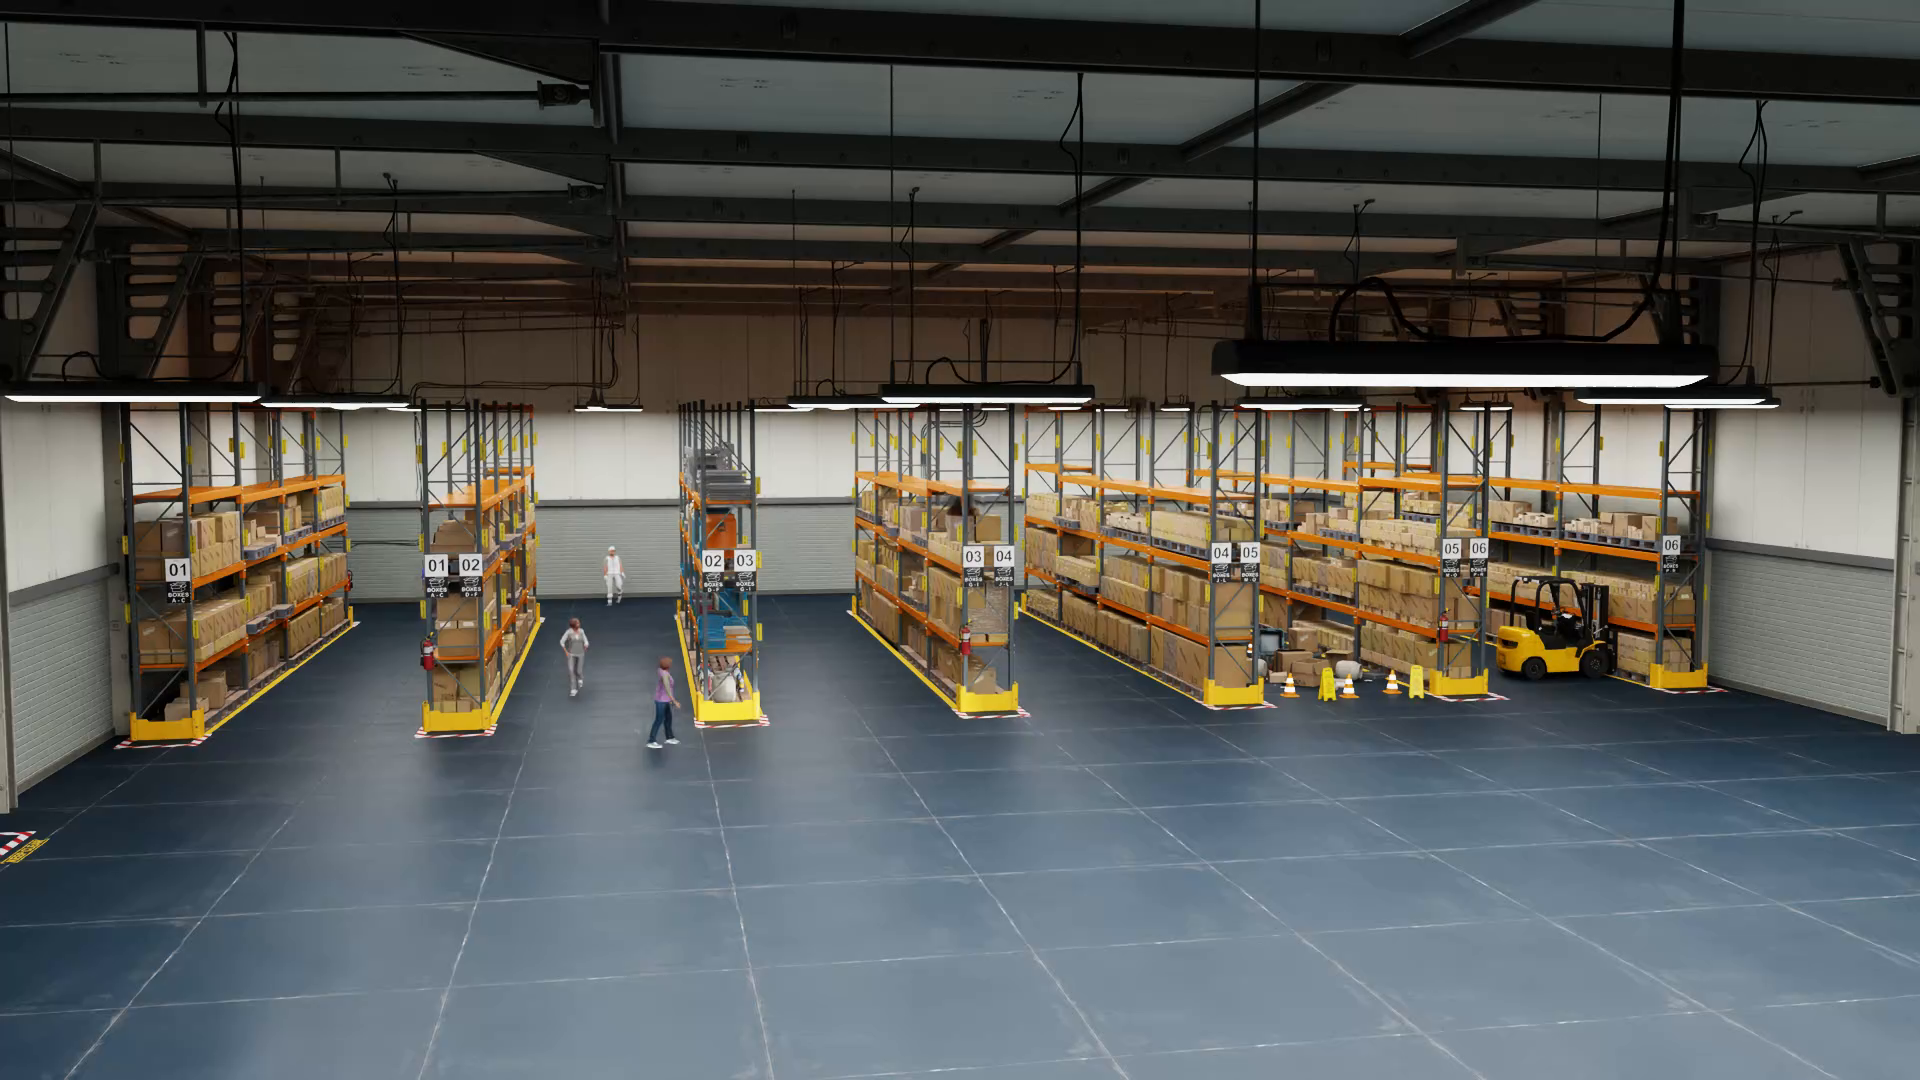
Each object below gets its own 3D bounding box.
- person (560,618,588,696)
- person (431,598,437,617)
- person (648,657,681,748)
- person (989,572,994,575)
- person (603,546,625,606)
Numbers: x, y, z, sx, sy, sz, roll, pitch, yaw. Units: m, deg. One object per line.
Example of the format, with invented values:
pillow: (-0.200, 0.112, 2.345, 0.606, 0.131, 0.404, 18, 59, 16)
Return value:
person: (-7.917, 2.380, 34.148, 0.550, 1.580, 0.655, 0, 4, -5)
person: (-14.718, 1.370, 46.760, 0.497, 1.679, 0.479, 0, 4, -2)
person: (-5.094, 2.794, 28.674, 0.578, 1.605, 0.566, -1, 4, -8)
person: (0.926, 1.136, 49.779, 0.475, 1.582, 1.003, 1, 4, 12)
person: (-10.400, 1.079, 50.017, 0.637, 1.762, 0.614, -1, 4, -9)
